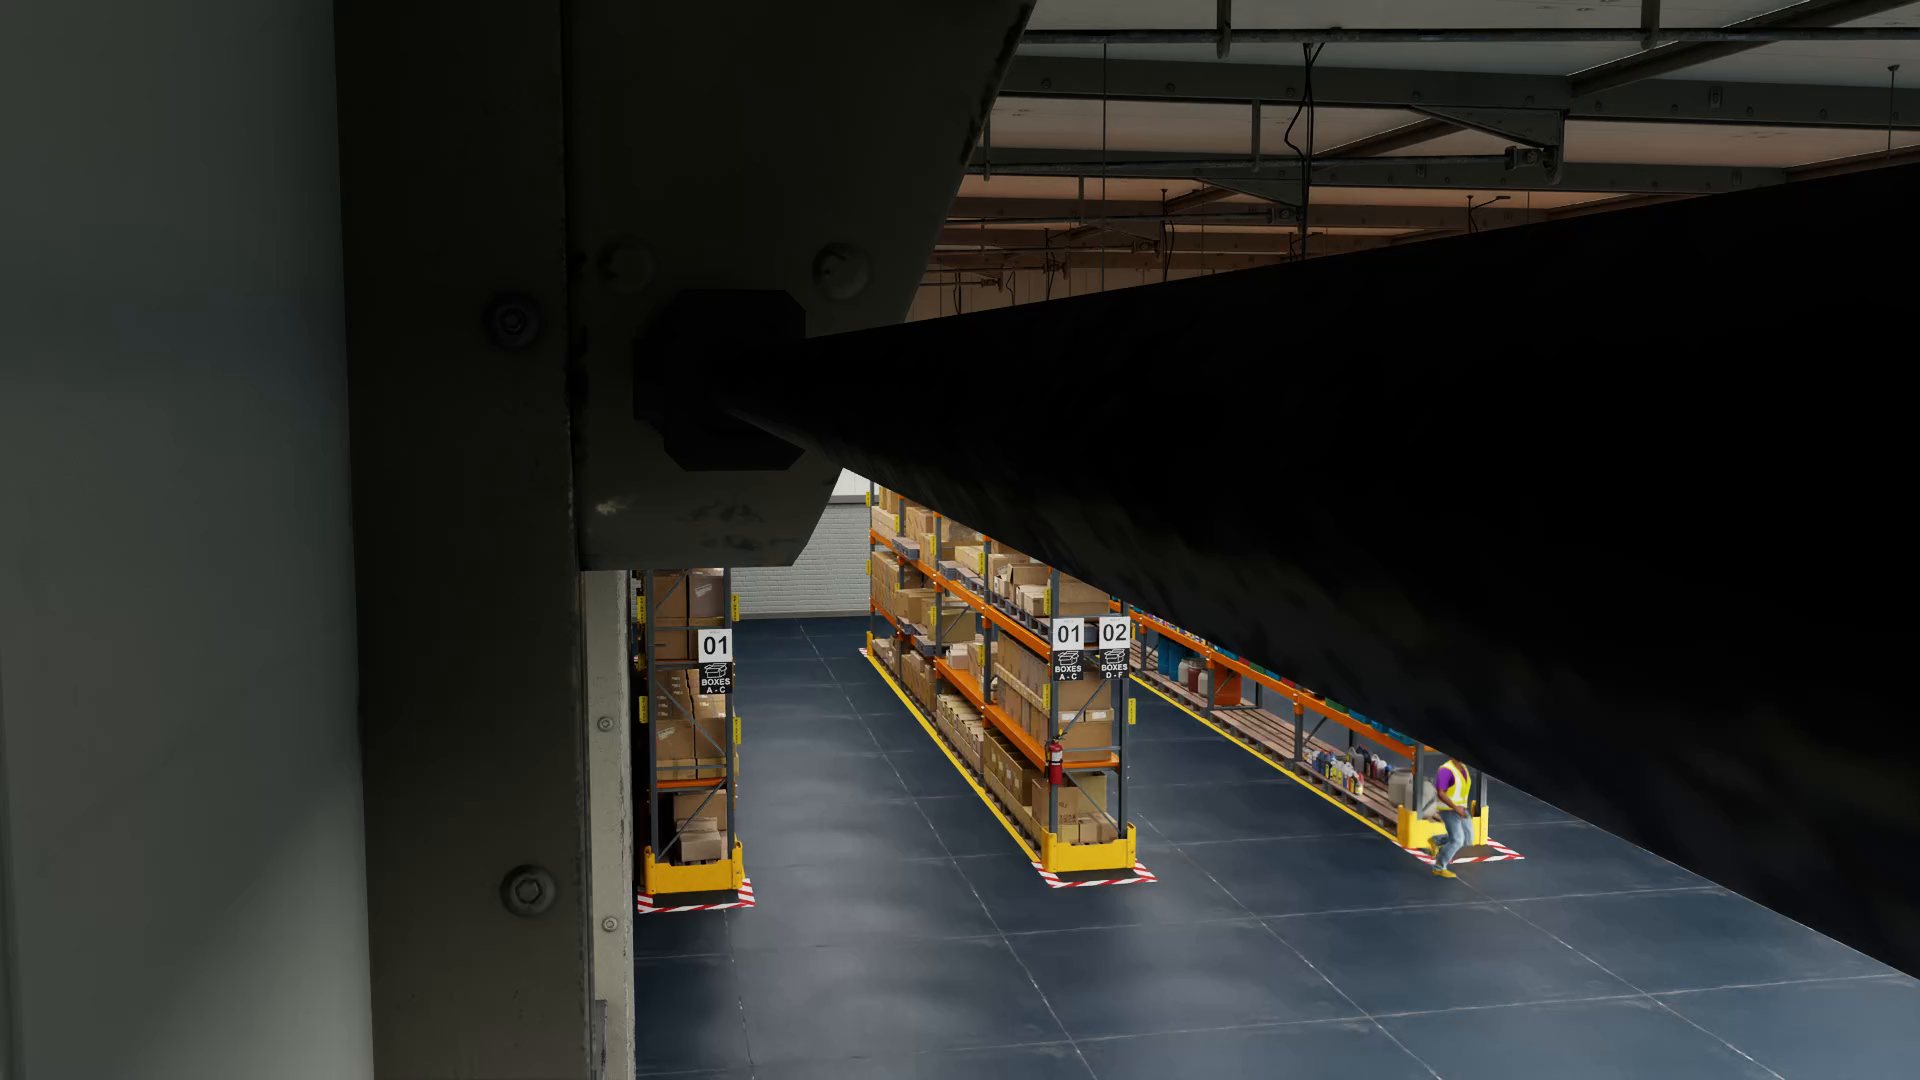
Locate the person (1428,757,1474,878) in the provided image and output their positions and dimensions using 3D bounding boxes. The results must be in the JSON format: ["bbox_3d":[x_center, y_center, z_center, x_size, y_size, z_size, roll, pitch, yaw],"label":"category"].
[{"bbox_3d":[6.126,3.323,20.679,0.594,1.698,0.720,5,8,41],"label":"person"}]
